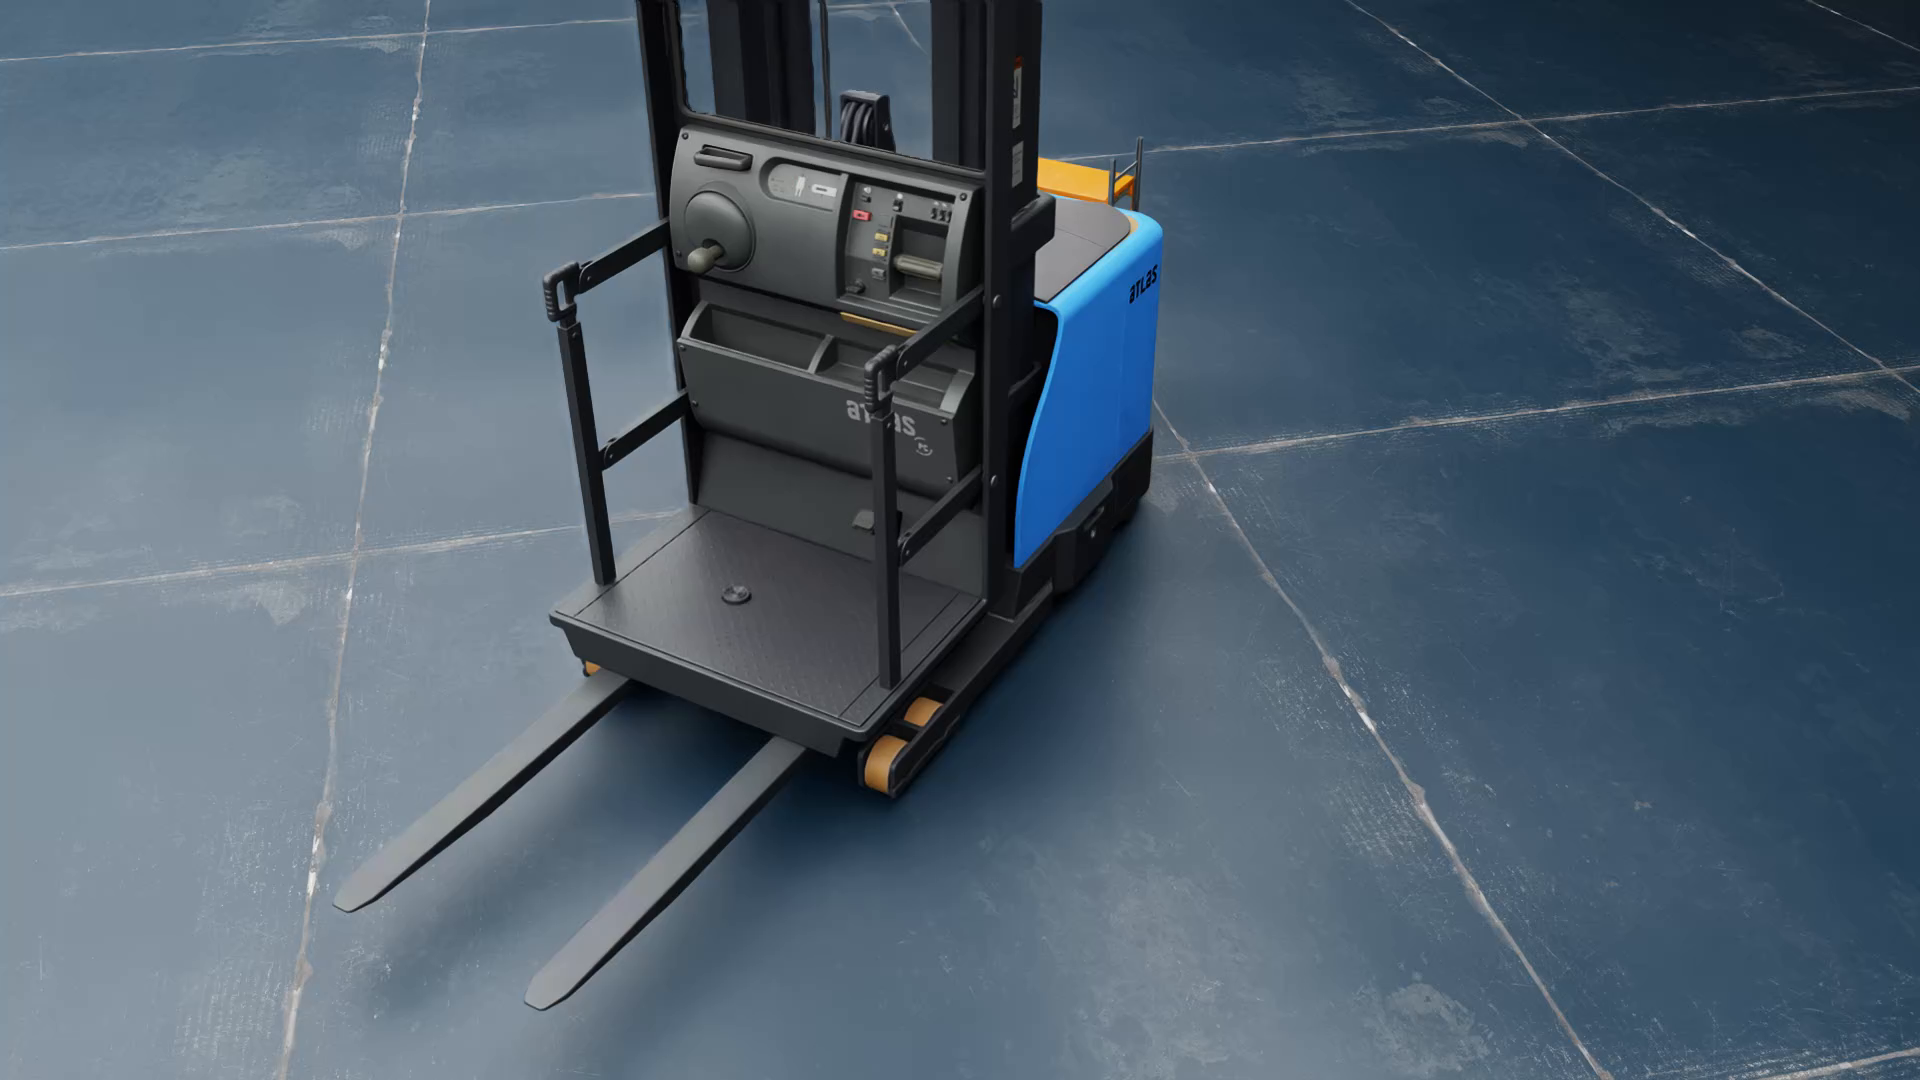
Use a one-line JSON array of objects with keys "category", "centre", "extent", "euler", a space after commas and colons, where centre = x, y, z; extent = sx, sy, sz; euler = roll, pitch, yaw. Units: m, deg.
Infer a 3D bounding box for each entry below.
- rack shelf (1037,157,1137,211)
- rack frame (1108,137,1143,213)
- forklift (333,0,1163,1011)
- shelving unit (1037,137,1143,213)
[{"category": "rack shelf", "centre": [0.343, -1.199, 5.755], "extent": [0.480, 0.148, 0.258], "euler": [17, 37, 24]}, {"category": "rack frame", "centre": [0.556, -0.807, 5.875], "extent": [0.015, 1.200, 0.240], "euler": [17, 37, 24]}, {"category": "forklift", "centre": [-0.490, -0.792, 4.300], "extent": [1.130, 2.935, 3.031], "euler": [18, 38, 24]}, {"category": "shelving unit", "centre": [0.343, -0.873, 5.974], "extent": [0.503, 1.200, 0.258], "euler": [17, 37, 24]}]
